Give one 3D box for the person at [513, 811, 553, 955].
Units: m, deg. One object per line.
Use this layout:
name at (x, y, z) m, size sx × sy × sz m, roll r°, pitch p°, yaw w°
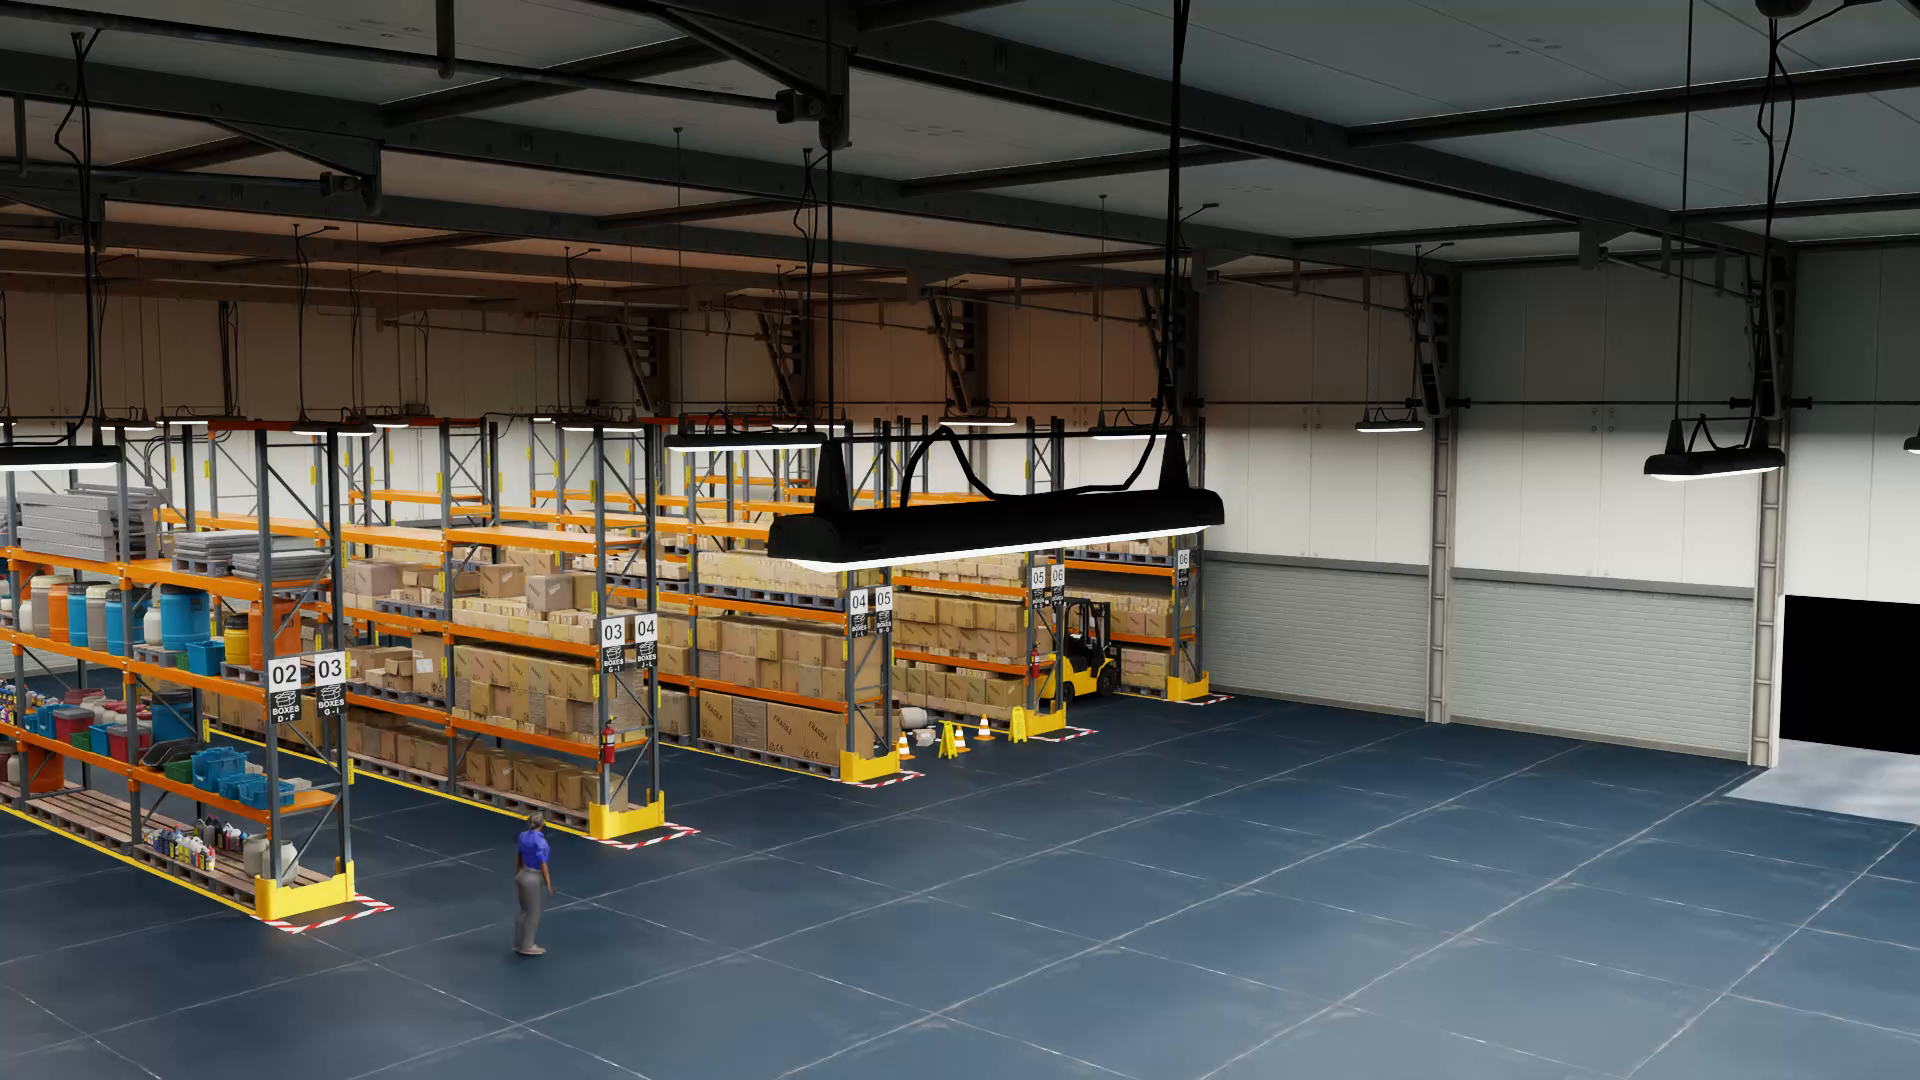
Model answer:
person at (-4.913, 3.928, 19.072) m, size 0.386 × 1.657 × 0.498 m, roll -3°, pitch 6°, yaw -36°
